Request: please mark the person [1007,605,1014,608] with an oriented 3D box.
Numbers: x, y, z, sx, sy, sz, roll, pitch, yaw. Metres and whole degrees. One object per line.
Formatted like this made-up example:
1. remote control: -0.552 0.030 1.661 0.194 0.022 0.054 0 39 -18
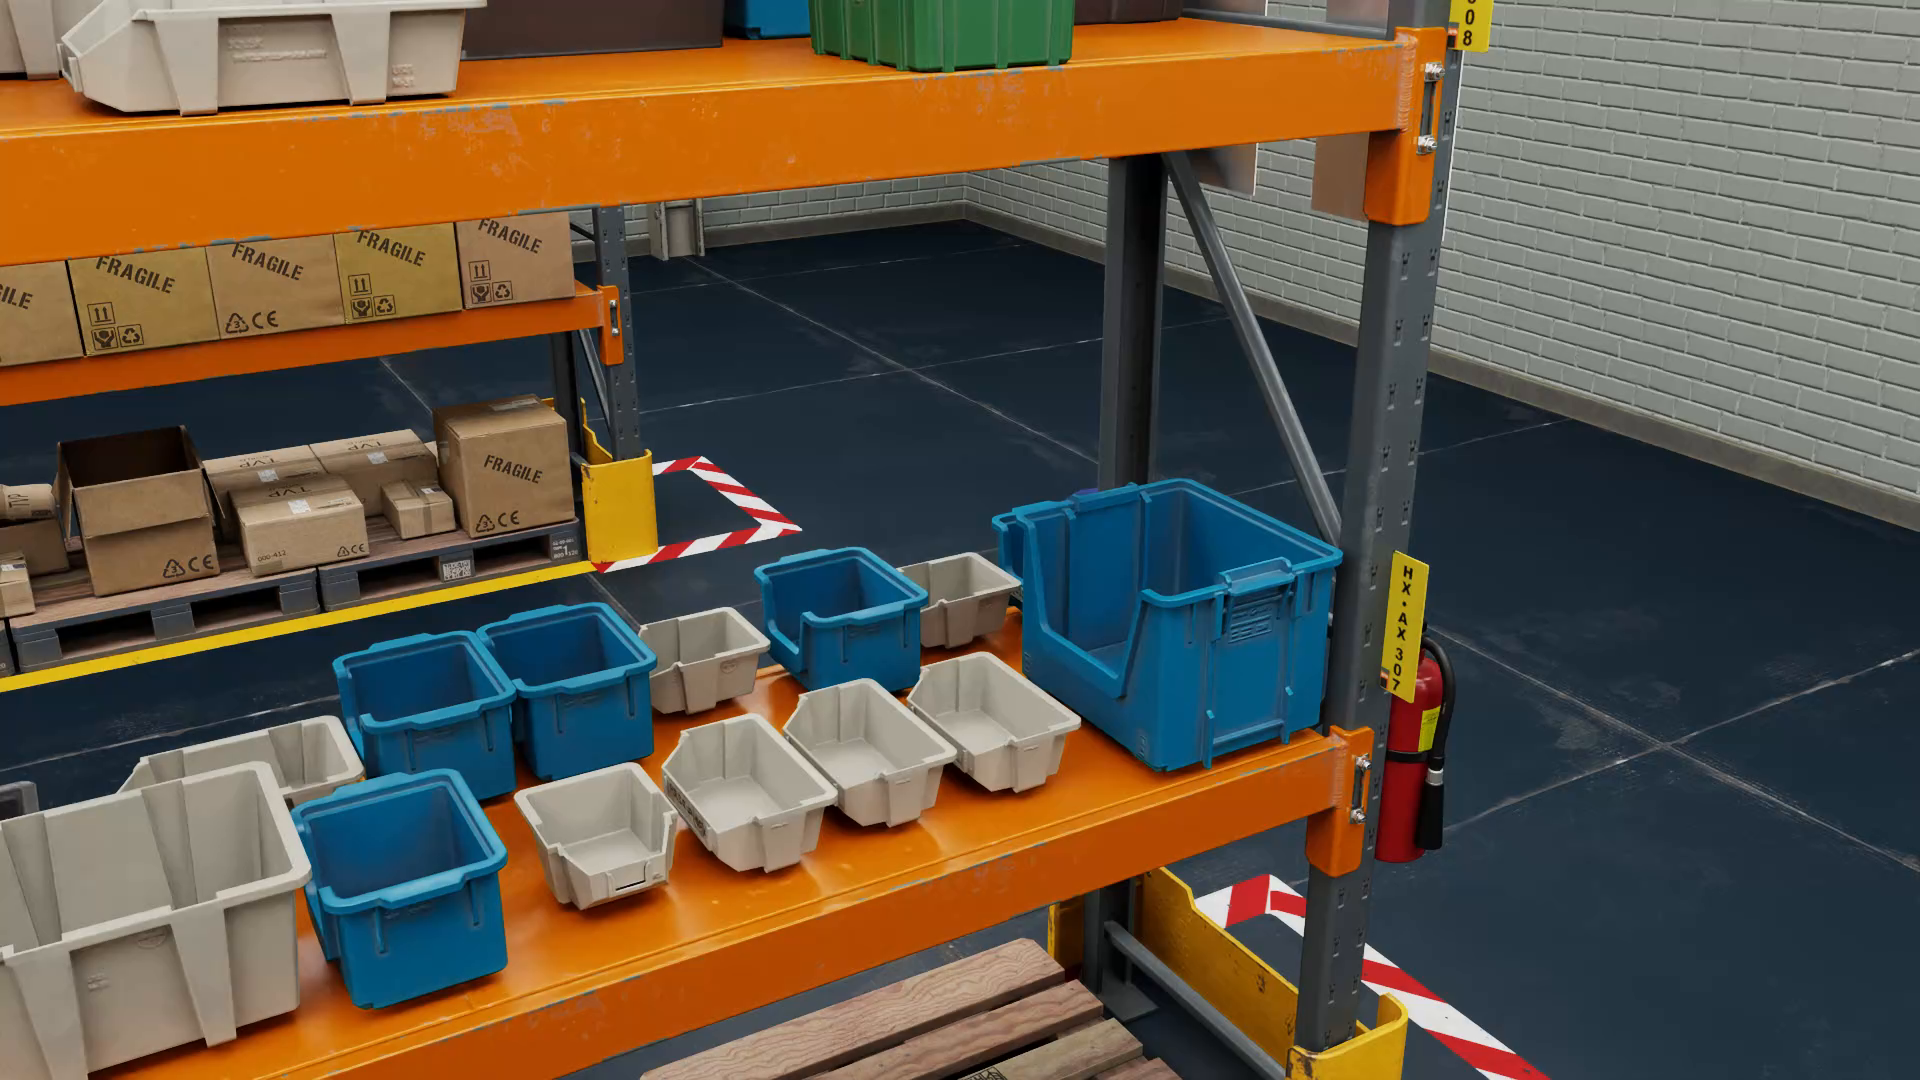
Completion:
1. person: 0.518 0.495 6.078 0.472 0.780 0.871 -14 26 -30
